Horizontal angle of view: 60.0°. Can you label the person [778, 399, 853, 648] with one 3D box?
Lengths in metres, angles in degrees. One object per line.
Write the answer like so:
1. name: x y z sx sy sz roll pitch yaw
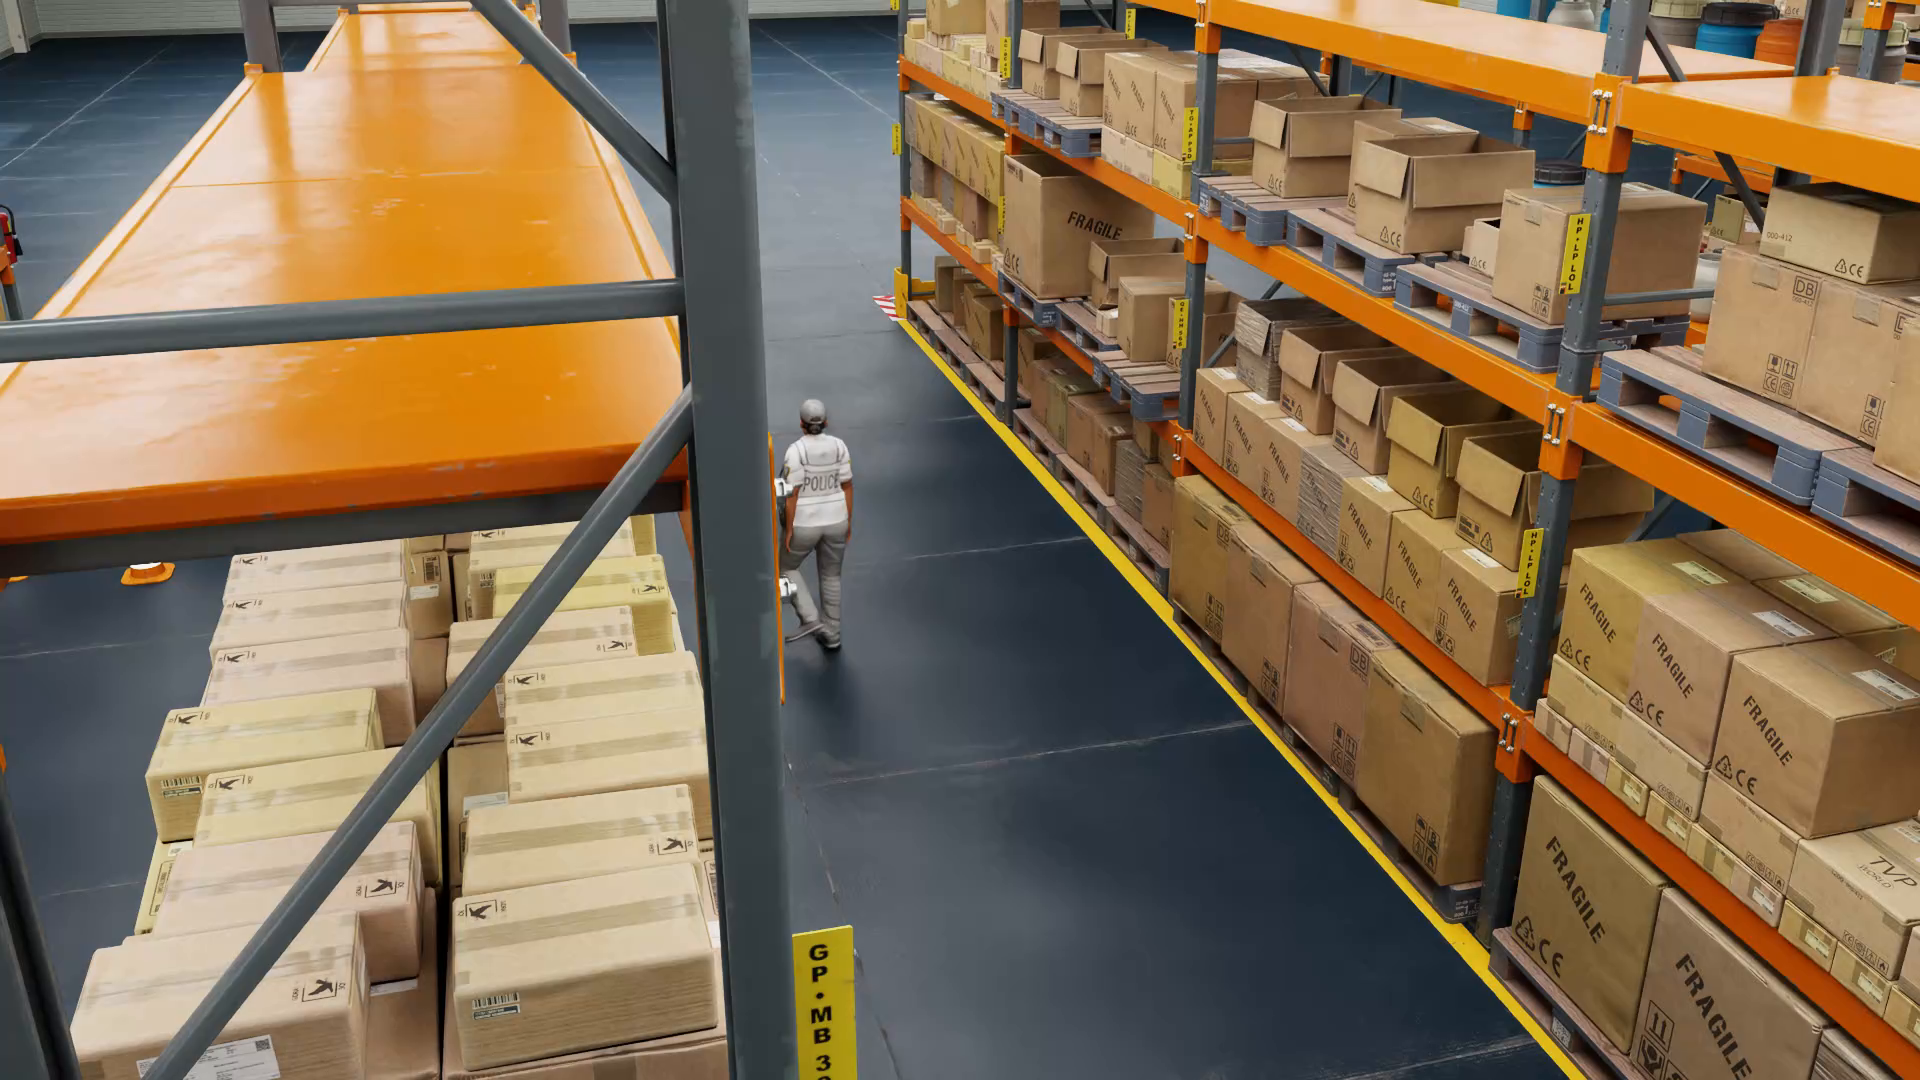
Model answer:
1. person: -0.946 -0.093 10.838 0.549 1.656 0.512 -12 26 -25
